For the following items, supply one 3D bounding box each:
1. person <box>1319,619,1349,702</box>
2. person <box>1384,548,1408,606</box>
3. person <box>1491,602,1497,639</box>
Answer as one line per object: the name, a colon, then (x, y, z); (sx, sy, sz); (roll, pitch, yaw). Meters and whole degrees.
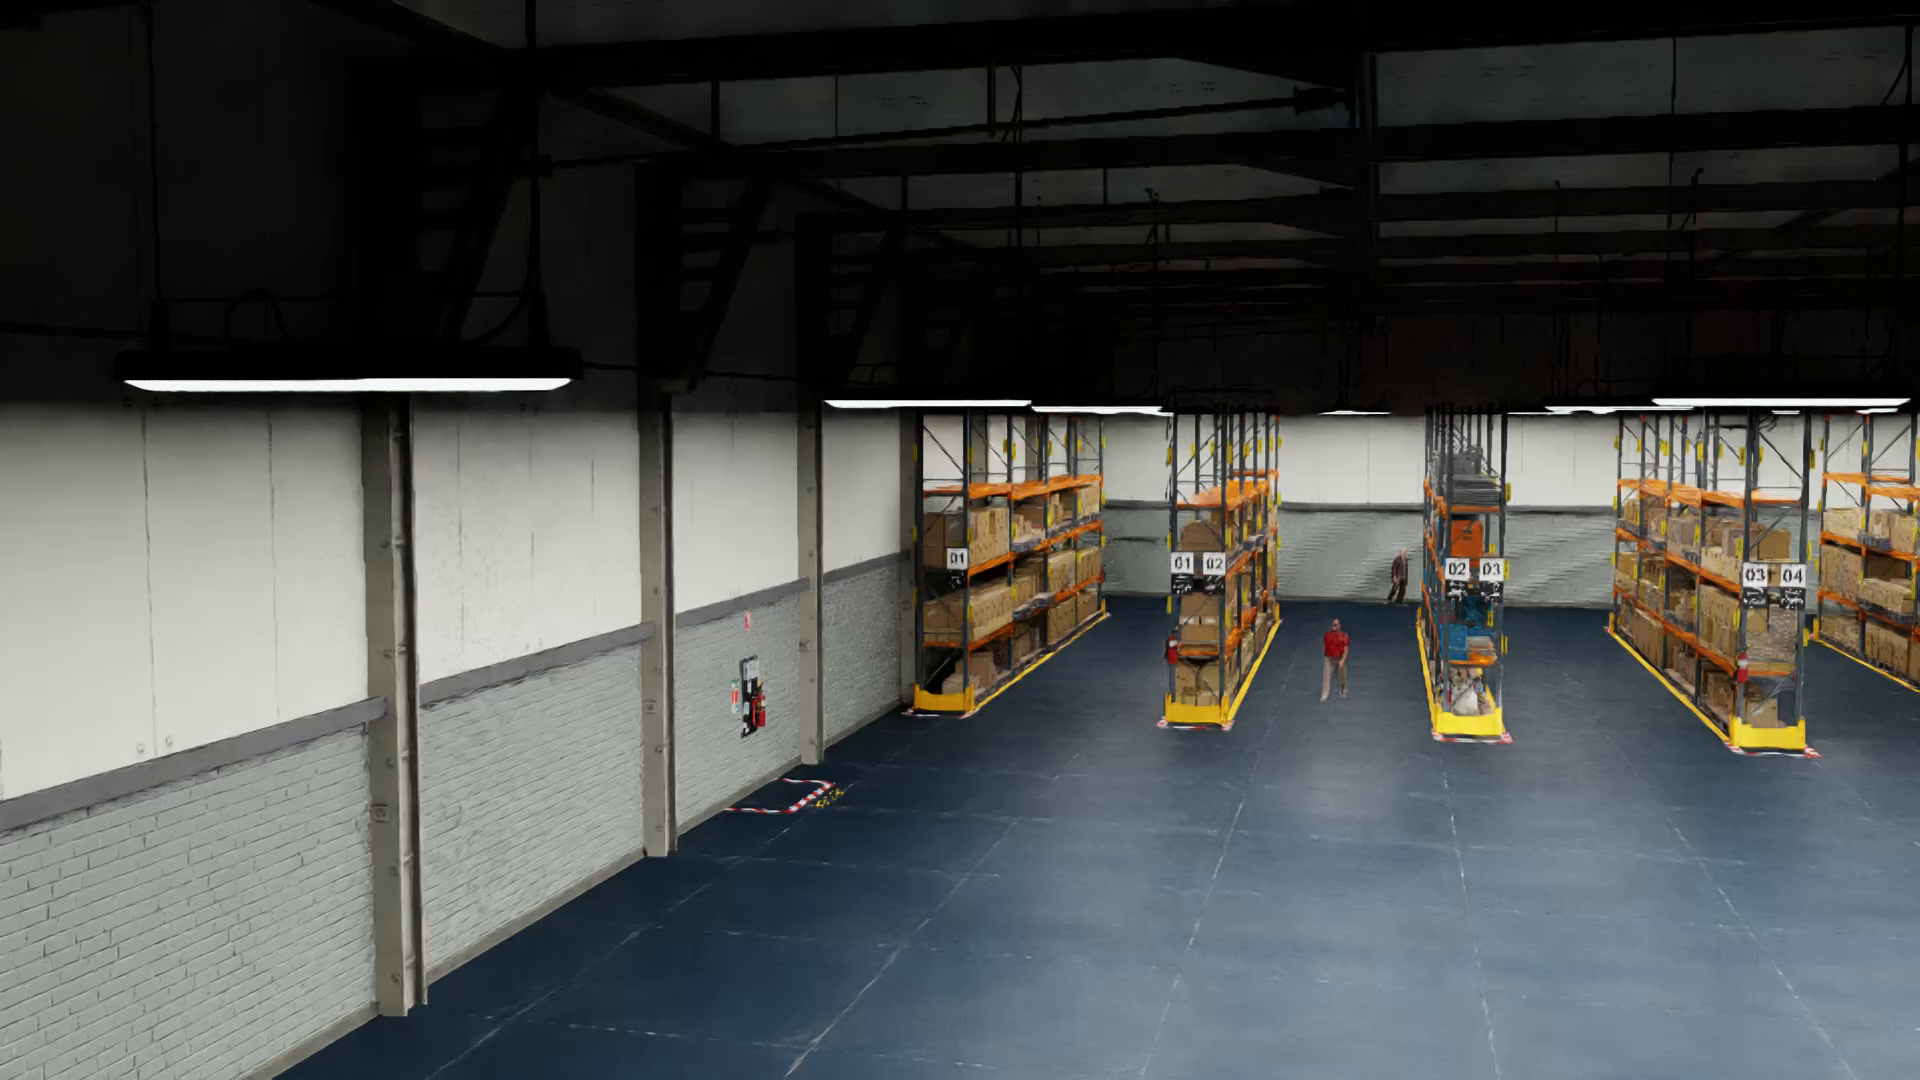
person: (7.545, 2.408, 33.394); (0.535, 1.657, 1.029); (2, 5, 23)
person: (13.208, 1.122, 50.323); (0.761, 1.768, 0.526); (-2, 5, -25)
person: (13.761, 1.640, 43.042); (0.386, 1.780, 0.659); (1, 4, 10)
